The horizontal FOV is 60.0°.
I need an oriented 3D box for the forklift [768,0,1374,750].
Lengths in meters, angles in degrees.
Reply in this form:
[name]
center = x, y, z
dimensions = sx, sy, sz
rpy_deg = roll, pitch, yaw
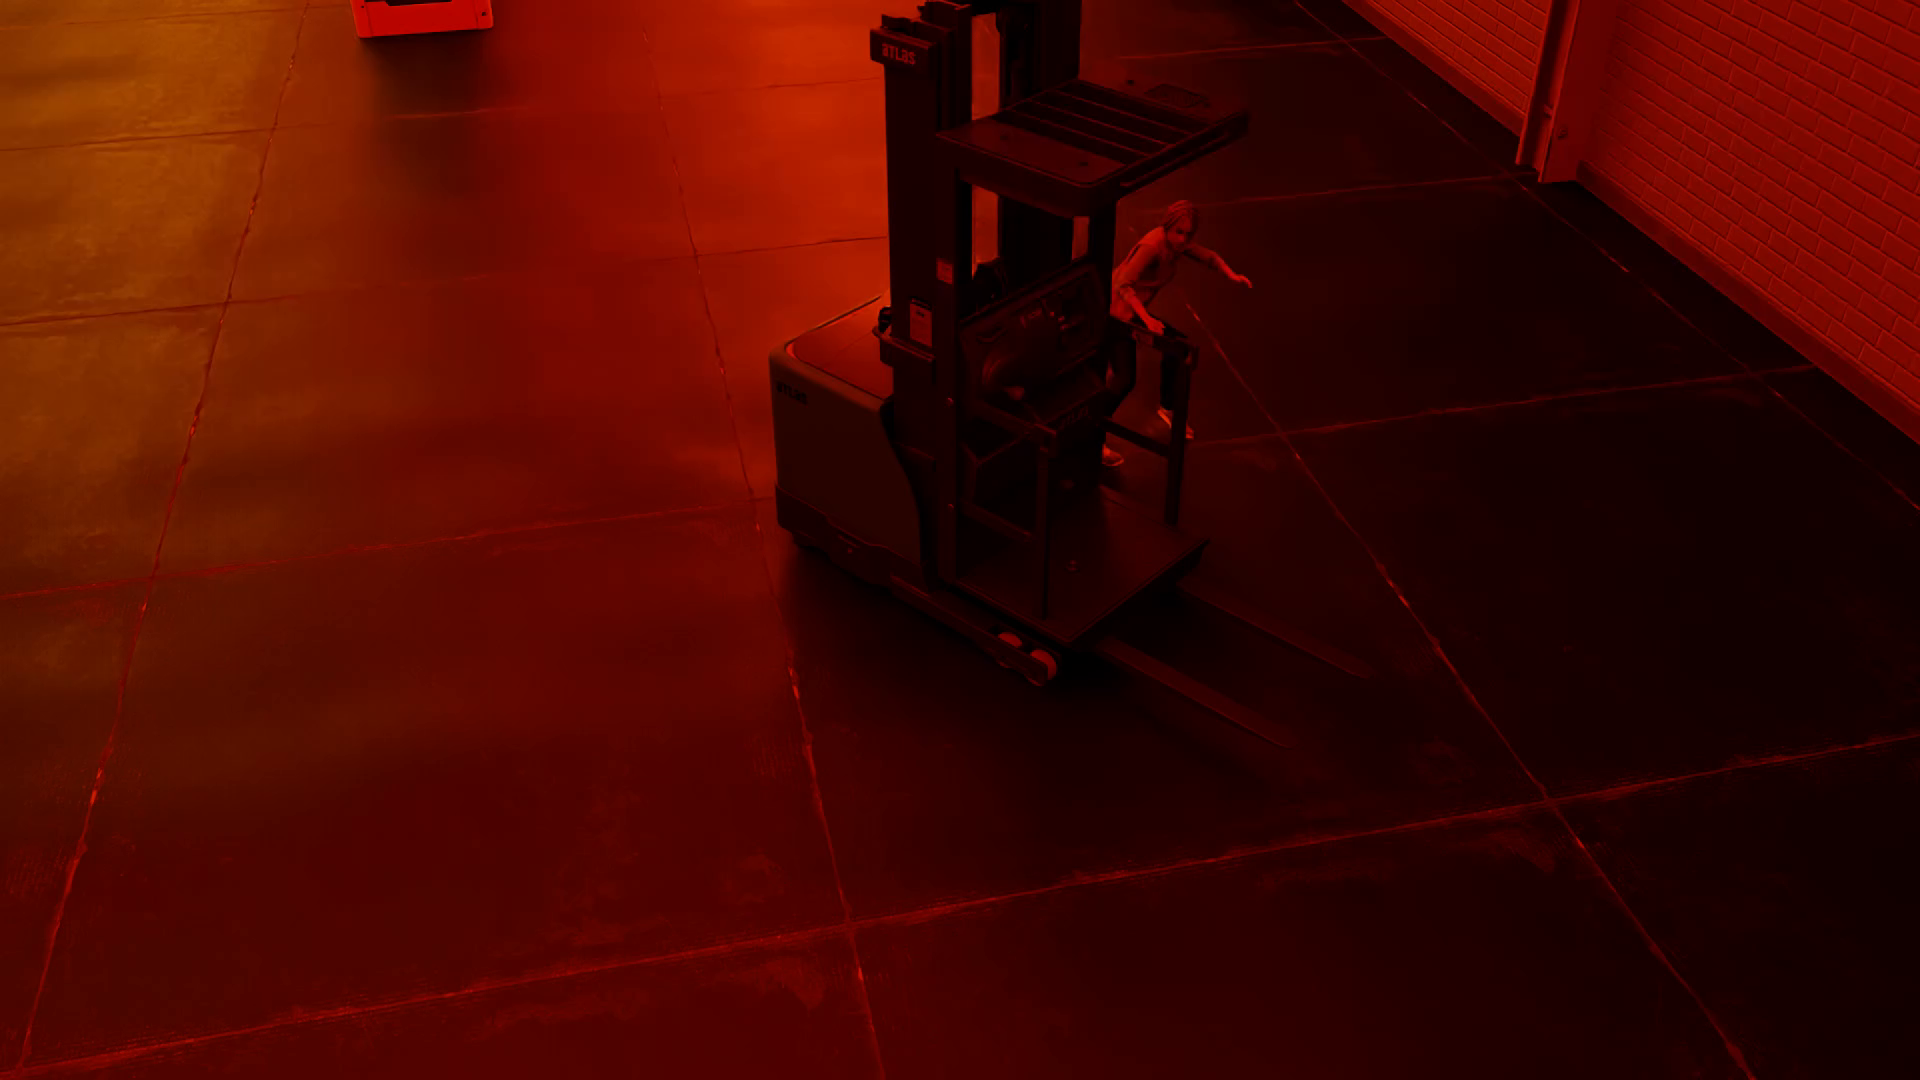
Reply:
[forklift]
center = 0.491, -0.869, 7.258
dimensions = 3.031, 2.935, 1.130
rpy_deg = 28, 44, 33

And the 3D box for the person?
[person]
center = 1.107, -1.129, 8.950
dimensions = 0.869, 1.348, 0.846
rpy_deg = 5, 36, 7
